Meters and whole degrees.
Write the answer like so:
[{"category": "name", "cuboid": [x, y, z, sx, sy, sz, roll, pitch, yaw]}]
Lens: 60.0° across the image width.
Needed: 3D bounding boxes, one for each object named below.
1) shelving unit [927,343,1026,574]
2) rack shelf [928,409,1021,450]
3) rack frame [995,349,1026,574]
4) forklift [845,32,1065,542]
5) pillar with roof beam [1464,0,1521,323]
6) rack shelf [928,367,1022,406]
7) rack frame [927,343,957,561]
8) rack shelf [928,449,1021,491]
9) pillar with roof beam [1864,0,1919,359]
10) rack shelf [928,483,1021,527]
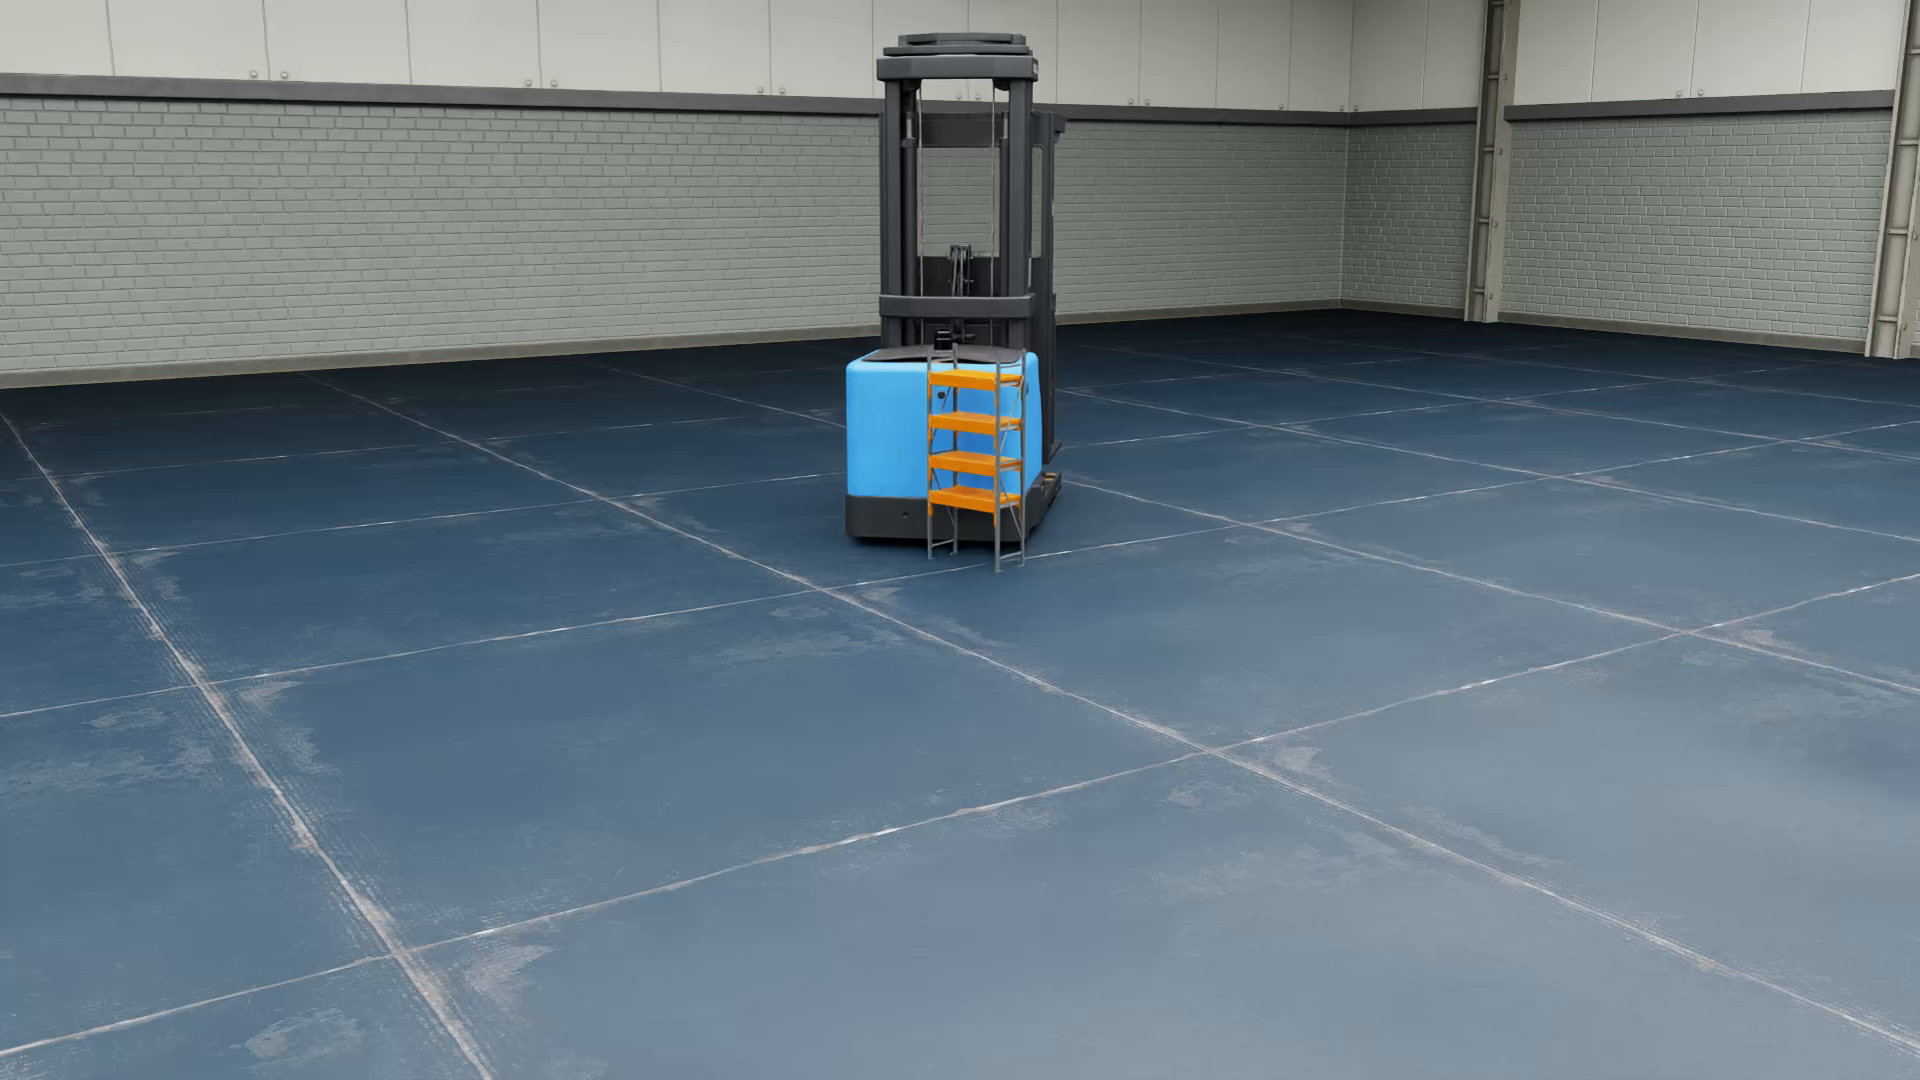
[{"category": "shelving unit", "cuboid": [0.088, -0.455, 9.134, 0.503, 1.200, 0.258, 10, 16, 39]}, {"category": "rack shelf", "cuboid": [0.088, -0.608, 9.101, 0.480, 0.148, 0.258, 10, 16, 39]}, {"category": "rack frame", "cuboid": [0.273, -0.421, 8.980, 0.015, 1.200, 0.240, 10, 16, 39]}, {"category": "forklift", "cuboid": [0.080, -1.684, 10.702, 1.130, 2.935, 3.031, 2, 12, 9]}, {"category": "pillar with roof beam", "cuboid": [4.176, -7.143, 21.462, 9.100, 9.000, 0.400, -8, 15, -33]}, {"category": "rack shelf", "cuboid": [0.088, -0.839, 9.050, 0.480, 0.148, 0.258, 10, 16, 39]}, {"category": "rack frame", "cuboid": [-0.098, -0.489, 9.289, 0.015, 1.200, 0.240, 10, 16, 39]}, {"category": "rack shelf", "cuboid": [0.088, -0.389, 9.149, 0.480, 0.148, 0.258, 10, 16, 39]}, {"category": "pillar with roof beam", "cuboid": [7.500, -6.076, 16.583, 9.100, 9.000, 0.400, -8, 15, -33]}, {"category": "rack shelf", "cuboid": [0.088, -0.195, 9.191, 0.480, 0.148, 0.258, 10, 16, 39]}]
